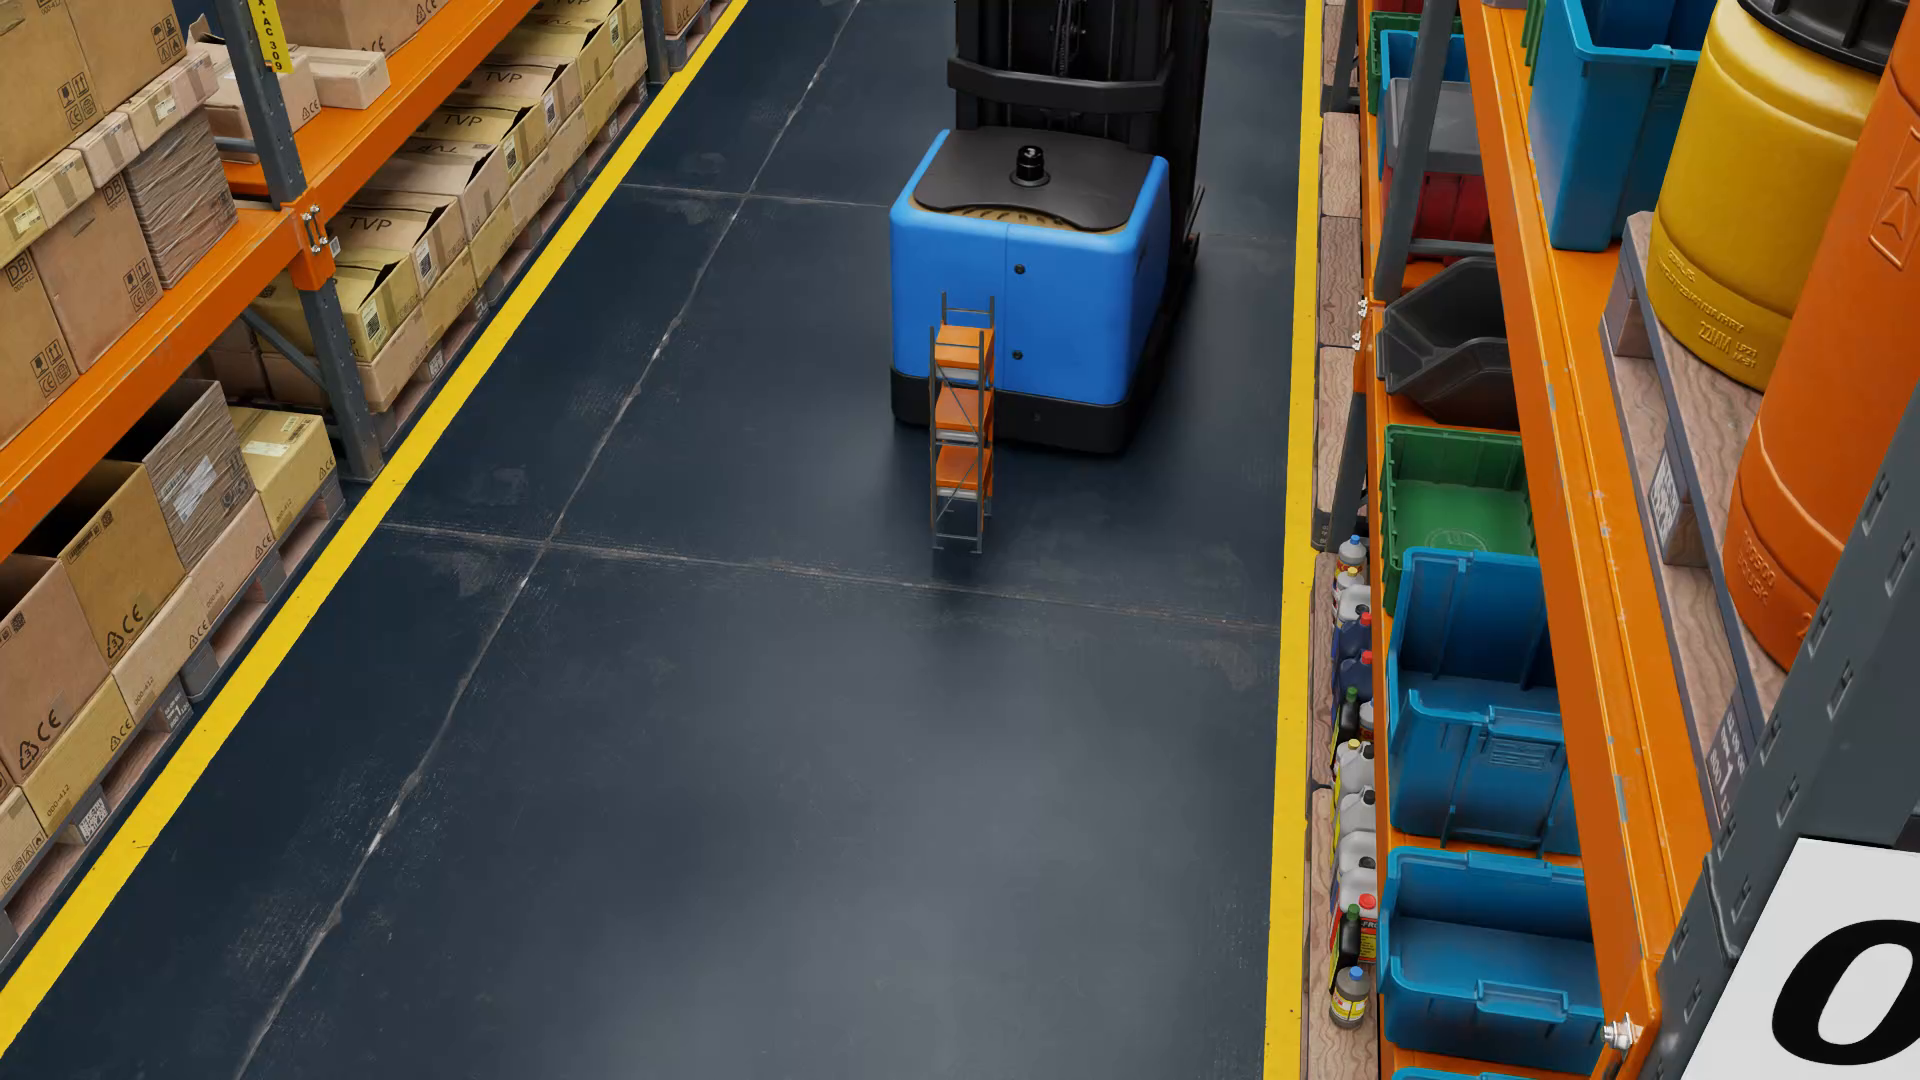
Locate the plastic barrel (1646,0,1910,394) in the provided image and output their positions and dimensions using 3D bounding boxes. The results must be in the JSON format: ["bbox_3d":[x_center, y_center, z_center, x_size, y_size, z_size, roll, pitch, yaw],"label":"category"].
[{"bbox_3d":[1.291,-0.548,2.228,0.600,0.588,0.600,0,40,0],"label":"plastic barrel"}]

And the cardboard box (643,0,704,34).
[{"bbox_3d":[-1.914,-3.458,10.195,0.500,0.500,0.500,8,40,10],"label":"cardboard box"}]

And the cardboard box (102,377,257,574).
[{"bbox_3d":[-2.929,-0.251,5.939,0.500,0.500,0.500,6,40,8],"label":"cardboard box"}]

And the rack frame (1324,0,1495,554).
[{"bbox_3d":[1.912,-0.939,5.531,1.000,3.000,0.127,6,40,8],"label":"rack frame"}]

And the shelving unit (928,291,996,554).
[{"bbox_3d":[0.009,-0.438,6.456,0.215,1.050,0.252,6,40,8],"label":"shelving unit"}]

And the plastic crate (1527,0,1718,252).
[{"bbox_3d":[1.253,-0.808,3.032,0.392,0.384,0.575,6,40,8],"label":"plastic crate"}]

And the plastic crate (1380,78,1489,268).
[{"bbox_3d":[1.694,-1.301,5.919,0.402,0.464,0.583,6,40,8],"label":"plastic crate"}]

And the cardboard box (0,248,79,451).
[{"bbox_3d":[-3.213,-0.600,5.044,0.700,0.500,0.500,7,40,8],"label":"cardboard box"}]

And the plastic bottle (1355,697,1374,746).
[{"bbox_3d":[1.342,0.619,5.443,0.097,0.271,0.097,0,40,0],"label":"plastic bottle"}]

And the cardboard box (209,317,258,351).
[{"bbox_3d":[-3.179,-1.091,7.104,0.500,0.311,0.500,6,40,8],"label":"cardboard box"}]

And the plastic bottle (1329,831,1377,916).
[{"bbox_3d":[1.200,1.009,4.968,0.152,0.276,0.135,5,40,6],"label":"plastic bottle"}]

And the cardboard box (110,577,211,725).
[{"bbox_3d":[-3.000,0.354,5.796,0.500,0.250,0.500,6,40,8],"label":"cardboard box"}]

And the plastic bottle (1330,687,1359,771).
[{"bbox_3d":[1.261,0.617,5.436,0.061,0.283,0.133,8,40,10],"label":"plastic bottle"}]

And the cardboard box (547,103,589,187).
[{"bbox_3d":[-2.301,-2.103,8.768,0.500,0.250,0.500,7,40,9],"label":"cardboard box"}]

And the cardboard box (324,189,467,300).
[{"bbox_3d":[-2.558,-1.351,7.418,0.500,0.311,0.500,6,40,7],"label":"cardboard box"}]

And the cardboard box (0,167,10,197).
[{"bbox_3d":[-3.211,-1.115,4.648,0.700,0.500,0.500,6,40,8],"label":"cardboard box"}]

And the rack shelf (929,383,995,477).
[{"bbox_3d":[0.009,-0.430,6.463,0.215,0.259,0.240,6,40,8],"label":"rack shelf"}]

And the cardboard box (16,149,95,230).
[{"bbox_3d":[-2.935,-1.097,5.135,0.380,0.149,0.250,6,40,8],"label":"cardboard box"}]

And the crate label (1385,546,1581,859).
[{"bbox_3d":[1.271,0.373,3.917,0.502,0.435,0.616,6,40,8],"label":"crate label"}]

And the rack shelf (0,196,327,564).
[{"bbox_3d":[-3.313,0.045,4.906,1.077,0.370,4.000,6,40,8],"label":"rack shelf"}]

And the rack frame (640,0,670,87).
[{"bbox_3d":[-2.274,-3.997,9.231,1.000,3.000,0.127,6,40,8],"label":"rack frame"}]

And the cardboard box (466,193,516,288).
[{"bbox_3d":[-2.476,-1.461,7.991,0.500,0.250,0.500,5,40,6],"label":"cardboard box"}]

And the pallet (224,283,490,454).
[{"bbox_3d":[-2.877,-0.879,7.648,1.003,0.211,1.213,6,40,8],"label":"pallet"}]

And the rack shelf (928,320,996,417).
[{"bbox_3d":[0.009,-0.649,6.282,0.215,0.259,0.240,6,40,8],"label":"rack shelf"}]

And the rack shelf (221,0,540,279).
[{"bbox_3d":[-2.620,-2.465,7.942,1.077,0.370,4.000,6,40,8],"label":"rack shelf"}]

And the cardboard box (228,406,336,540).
[{"bbox_3d":[-2.831,-0.274,6.556,0.500,0.250,0.500,6,40,8],"label":"cardboard box"}]

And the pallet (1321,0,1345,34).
[{"bbox_3d":[2.913,-3.637,10.983,1.003,0.211,1.213,6,40,8],"label":"pallet"}]

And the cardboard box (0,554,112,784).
[{"bbox_3d":[-3.085,0.379,5.177,0.500,0.500,0.500,6,40,8],"label":"cardboard box"}]

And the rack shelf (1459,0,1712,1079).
[{"bbox_3d":[1.565,-0.562,3.286,1.077,0.370,4.000,6,40,8],"label":"rack shelf"}]

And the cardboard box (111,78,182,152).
[{"bbox_3d":[-2.847,-1.426,5.534,0.380,0.149,0.250,6,40,7],"label":"cardboard box"}]

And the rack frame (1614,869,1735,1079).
[{"bbox_3d":[1.219,1.572,2.495,1.000,3.000,0.127,6,40,8],"label":"rack frame"}]

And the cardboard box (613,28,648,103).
[{"bbox_3d":[-2.125,-2.743,9.541,0.500,0.250,0.500,7,40,9],"label":"cardboard box"}]

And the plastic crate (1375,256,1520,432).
[{"bbox_3d":[1.696,-0.600,5.171,0.767,0.338,0.504,6,40,8],"label":"plastic crate"}]

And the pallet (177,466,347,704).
[{"bbox_3d":[-3.145,0.082,6.485,1.003,0.211,1.213,6,40,8],"label":"pallet"}]

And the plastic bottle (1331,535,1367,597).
[{"bbox_3d":[1.425,0.095,6.077,0.097,0.271,0.097,0,40,0],"label":"plastic bottle"}]

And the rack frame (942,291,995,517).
[{"bbox_3d":[0.030,-0.515,6.549,0.200,1.050,0.008,6,40,8],"label":"rack frame"}]

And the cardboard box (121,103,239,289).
[{"bbox_3d":[-3.037,-1.246,5.825,0.700,0.500,0.500,5,40,7],"label":"cardboard box"}]

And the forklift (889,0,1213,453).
[{"bbox_3d":[0.583,-2.446,7.409,1.130,2.935,3.031,10,41,12],"label":"forklift"}]

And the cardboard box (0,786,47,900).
[{"bbox_3d":[-3.177,0.981,5.038,0.500,0.250,0.500,6,40,8],"label":"cardboard box"}]

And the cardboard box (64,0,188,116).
[{"bbox_3d":[-3.037,-1.746,5.412,0.700,0.500,0.500,7,40,8],"label":"cardboard box"}]

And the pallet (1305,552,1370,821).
[{"bbox_3d":[1.754,0.553,5.915,1.003,0.211,1.213,6,40,8],"label":"pallet"}]

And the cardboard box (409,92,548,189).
[{"bbox_3d":[-2.385,-2.002,8.206,0.500,0.311,0.500,7,40,9],"label":"cardboard box"}]

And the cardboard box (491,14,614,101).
[{"bbox_3d":[-2.206,-2.633,8.969,0.500,0.311,0.500,6,40,7],"label":"cardboard box"}]

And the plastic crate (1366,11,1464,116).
[{"bbox_3d":[1.935,-1.981,6.958,0.450,0.188,0.662,6,40,8],"label":"plastic crate"}]

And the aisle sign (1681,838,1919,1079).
[{"bbox_3d":[0.914,0.582,1.652,0.394,0.787,0.004,6,40,8],"label":"aisle sign"}]

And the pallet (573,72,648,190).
[{"bbox_3d":[-2.455,-2.410,9.500,1.003,0.211,1.213,6,40,8],"label":"pallet"}]

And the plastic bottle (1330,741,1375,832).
[{"bbox_3d":[1.257,0.759,5.212,0.144,0.351,0.185,6,40,7],"label":"plastic bottle"}]

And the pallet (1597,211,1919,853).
[{"bbox_3d":[1.459,-0.020,2.214,1.003,0.211,1.213,6,40,8],"label":"pallet"}]

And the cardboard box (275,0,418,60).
[{"bbox_3d":[-2.726,-2.336,7.143,0.500,0.500,0.500,9,40,11],"label":"cardboard box"}]

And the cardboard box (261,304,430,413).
[{"bbox_3d":[-2.653,-0.815,7.210,0.500,0.250,0.500,5,40,7],"label":"cardboard box"}]

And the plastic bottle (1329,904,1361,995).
[{"bbox_3d":[1.108,1.173,4.764,0.061,0.283,0.133,7,40,9],"label":"plastic bottle"}]

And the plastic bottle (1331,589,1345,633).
[{"bbox_3d":[1.389,0.250,5.945,0.097,0.201,0.097,0,40,0],"label":"plastic bottle"}]

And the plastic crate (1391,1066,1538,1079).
[{"bbox_3d":[1.011,1.282,2.962,0.499,0.251,0.616,6,40,8],"label":"plastic crate"}]

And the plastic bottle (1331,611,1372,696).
[{"bbox_3d":[1.363,0.374,5.678,0.144,0.351,0.185,7,40,9],"label":"plastic bottle"}]

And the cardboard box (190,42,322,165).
[{"bbox_3d":[-2.924,-1.743,6.622,0.500,0.250,0.500,9,40,10],"label":"cardboard box"}]

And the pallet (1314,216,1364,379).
[{"bbox_3d":[2.218,-1.129,7.950,1.003,0.211,1.213,6,40,8],"label":"pallet"}]
